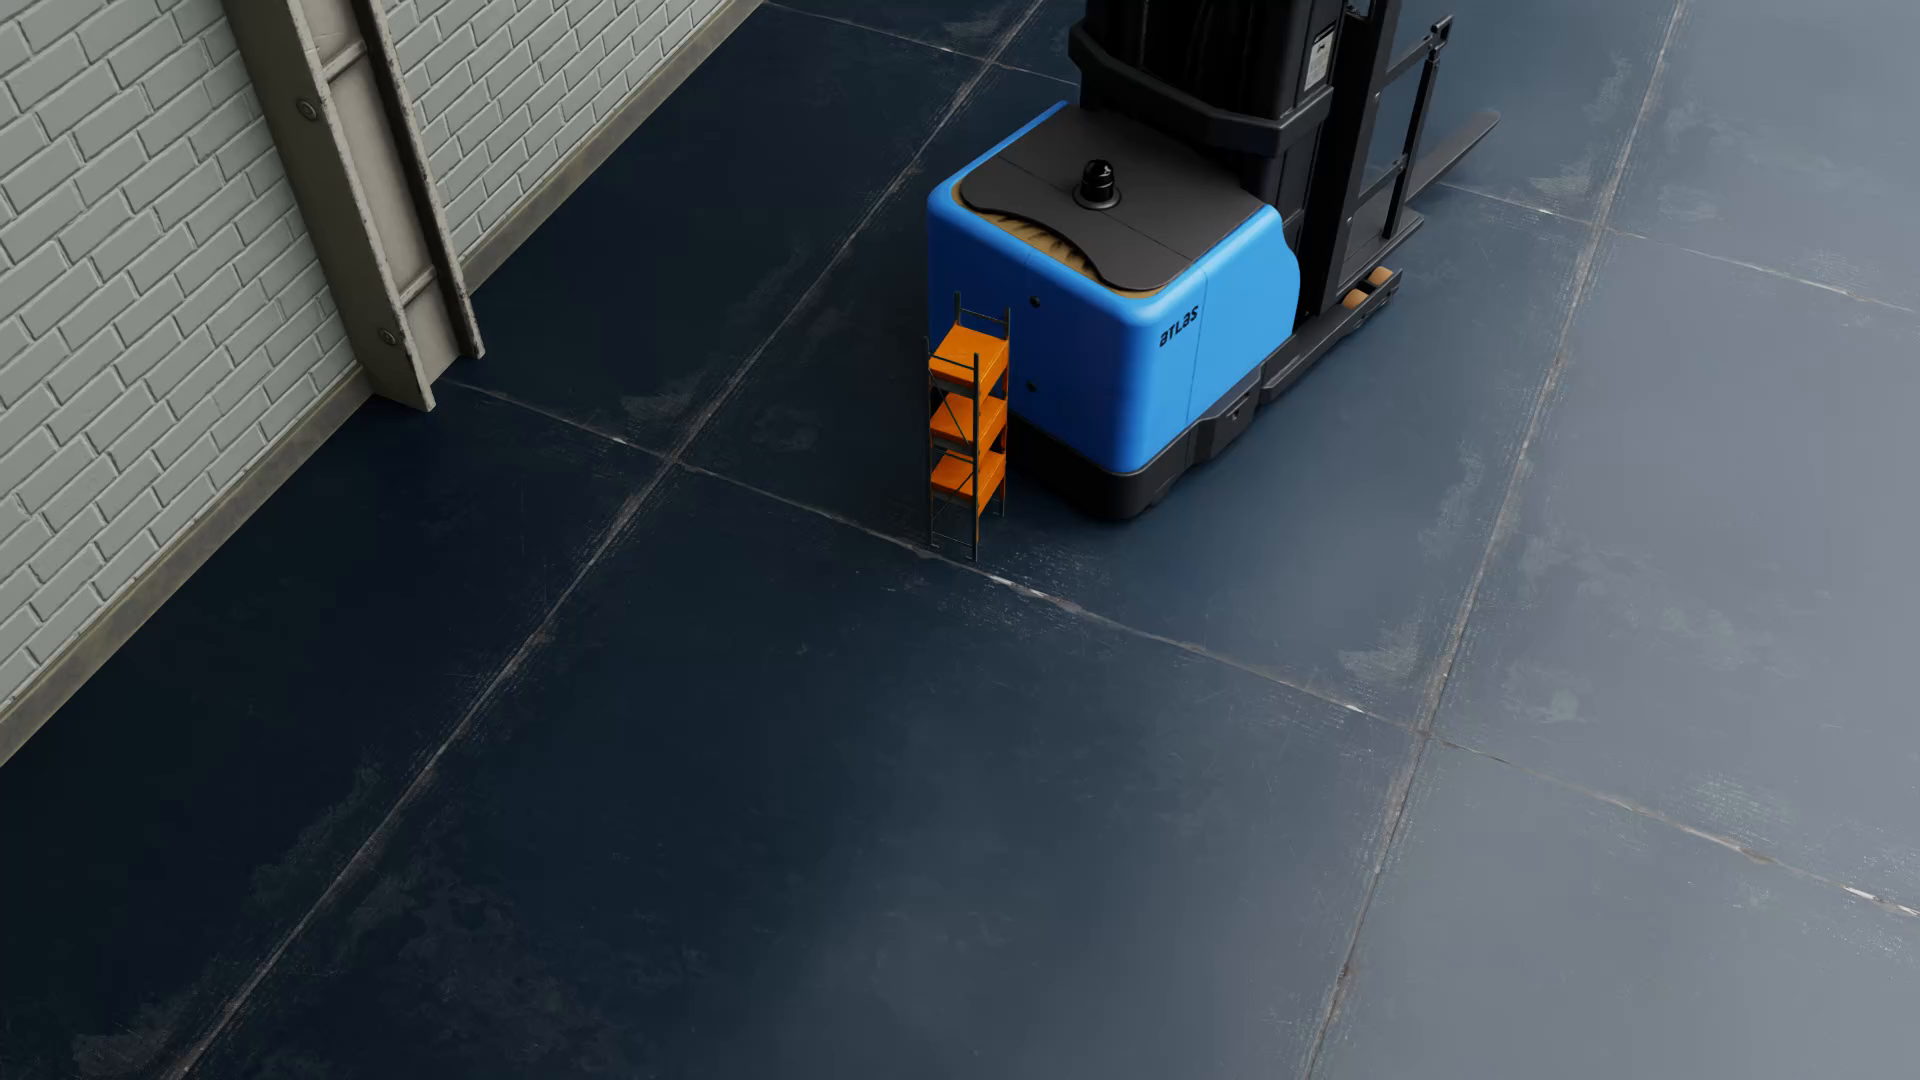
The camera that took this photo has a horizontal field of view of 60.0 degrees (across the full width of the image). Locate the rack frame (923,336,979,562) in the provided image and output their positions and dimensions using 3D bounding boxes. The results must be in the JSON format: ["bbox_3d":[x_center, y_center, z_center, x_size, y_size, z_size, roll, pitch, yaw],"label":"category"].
[{"bbox_3d":[-0.029,-0.293,5.810,0.200,1.050,0.008,20,52,16],"label":"rack frame"}]

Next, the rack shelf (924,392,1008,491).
[{"bbox_3d":[0.023,-0.370,5.890,0.215,0.259,0.240,20,52,16],"label":"rack shelf"}]

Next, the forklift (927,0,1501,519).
[{"bbox_3d":[1.223,-2.072,6.088,1.130,2.935,3.031,34,58,26],"label":"forklift"}]

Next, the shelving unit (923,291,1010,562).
[{"bbox_3d":[0.023,-0.377,5.882,0.215,1.050,0.252,20,52,16],"label":"shelving unit"}]

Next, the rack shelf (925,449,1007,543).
[{"bbox_3d":[0.023,-0.190,6.101,0.215,0.259,0.240,20,52,16],"label":"rack shelf"}]

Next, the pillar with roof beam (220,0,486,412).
[{"bbox_3d":[1.700,-2.214,2.225,9.100,9.000,0.400,20,52,16],"label":"pillar with roof beam"}]

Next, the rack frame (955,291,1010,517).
[{"bbox_3d":[0.075,-0.461,5.953,0.200,1.050,0.008,20,52,16],"label":"rack frame"}]

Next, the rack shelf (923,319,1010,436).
[{"bbox_3d":[0.023,-0.554,5.673,0.215,0.259,0.240,20,52,16],"label":"rack shelf"}]
